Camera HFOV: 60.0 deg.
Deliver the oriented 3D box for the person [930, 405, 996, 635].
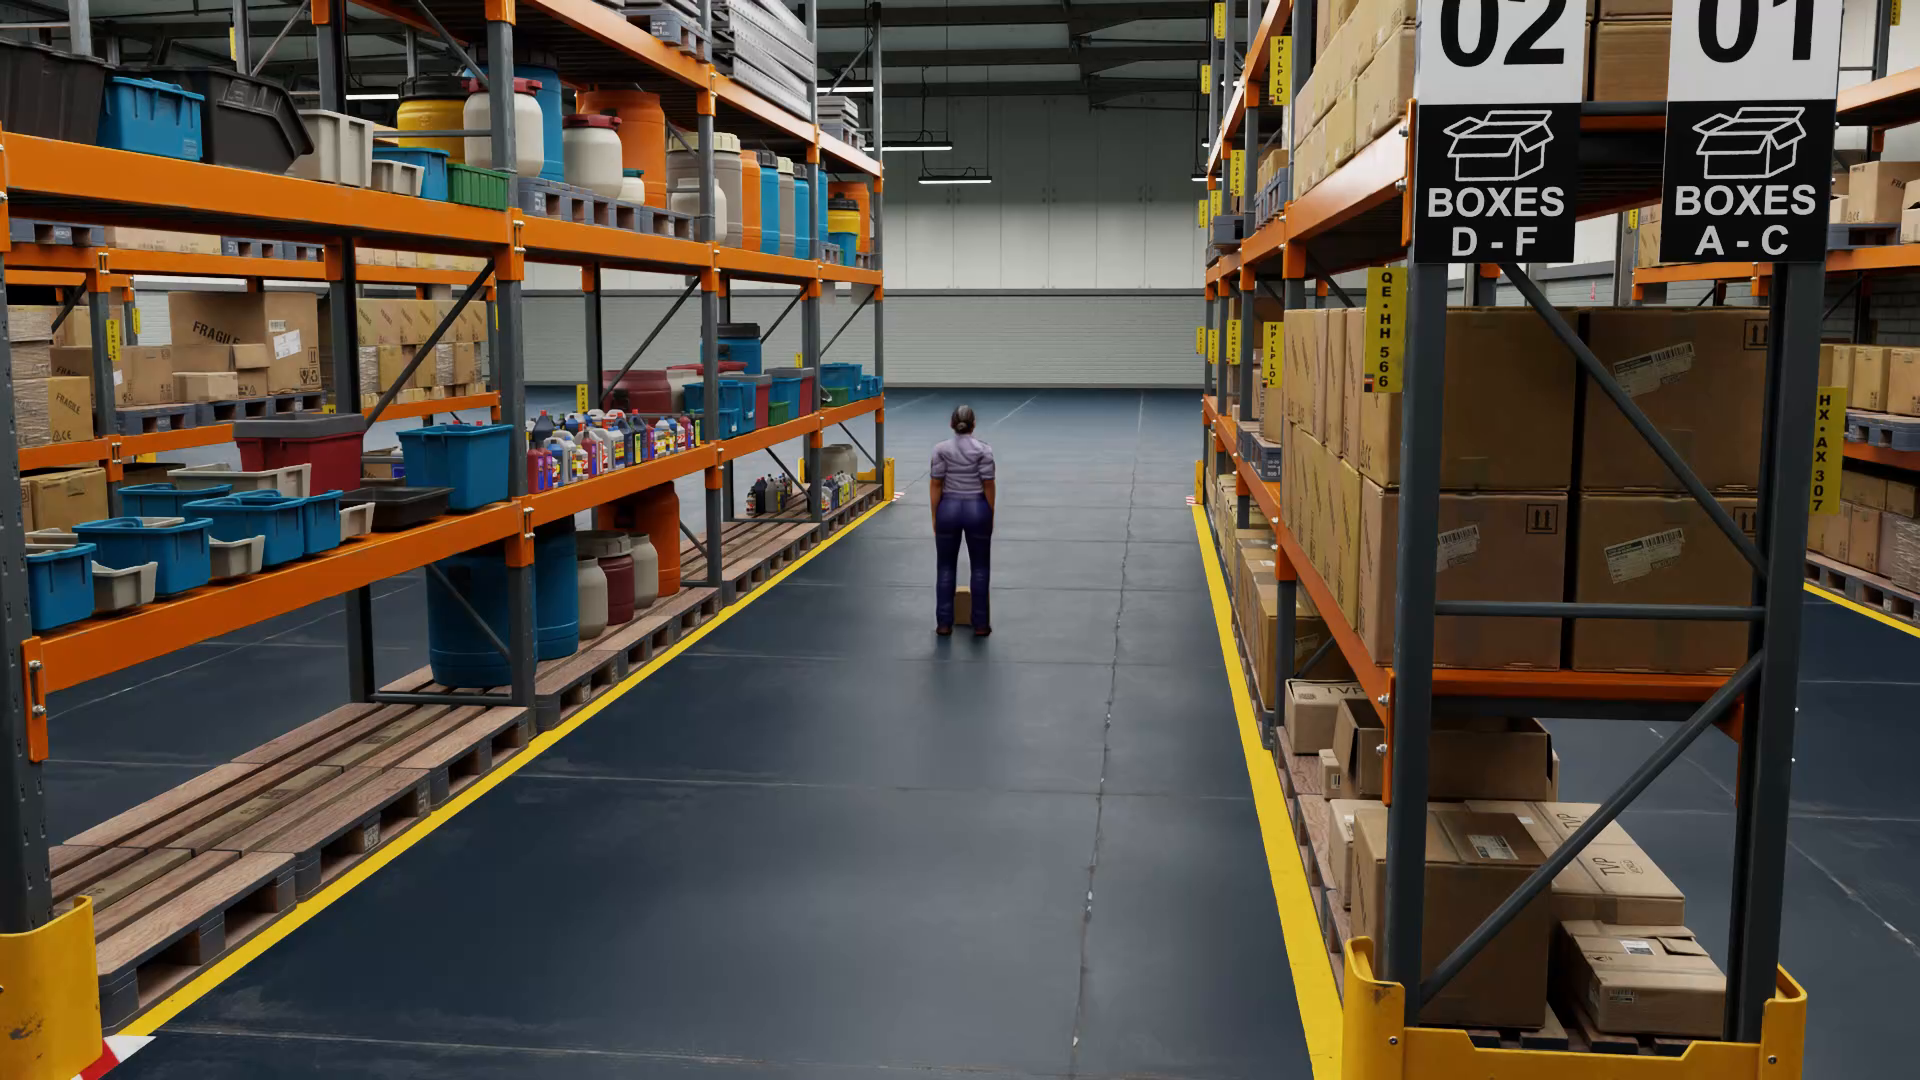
[{"bbox_3d":[0.022,-0.138,11.898,0.472,1.660,0.344,1,8,8],"label":"person"}]
